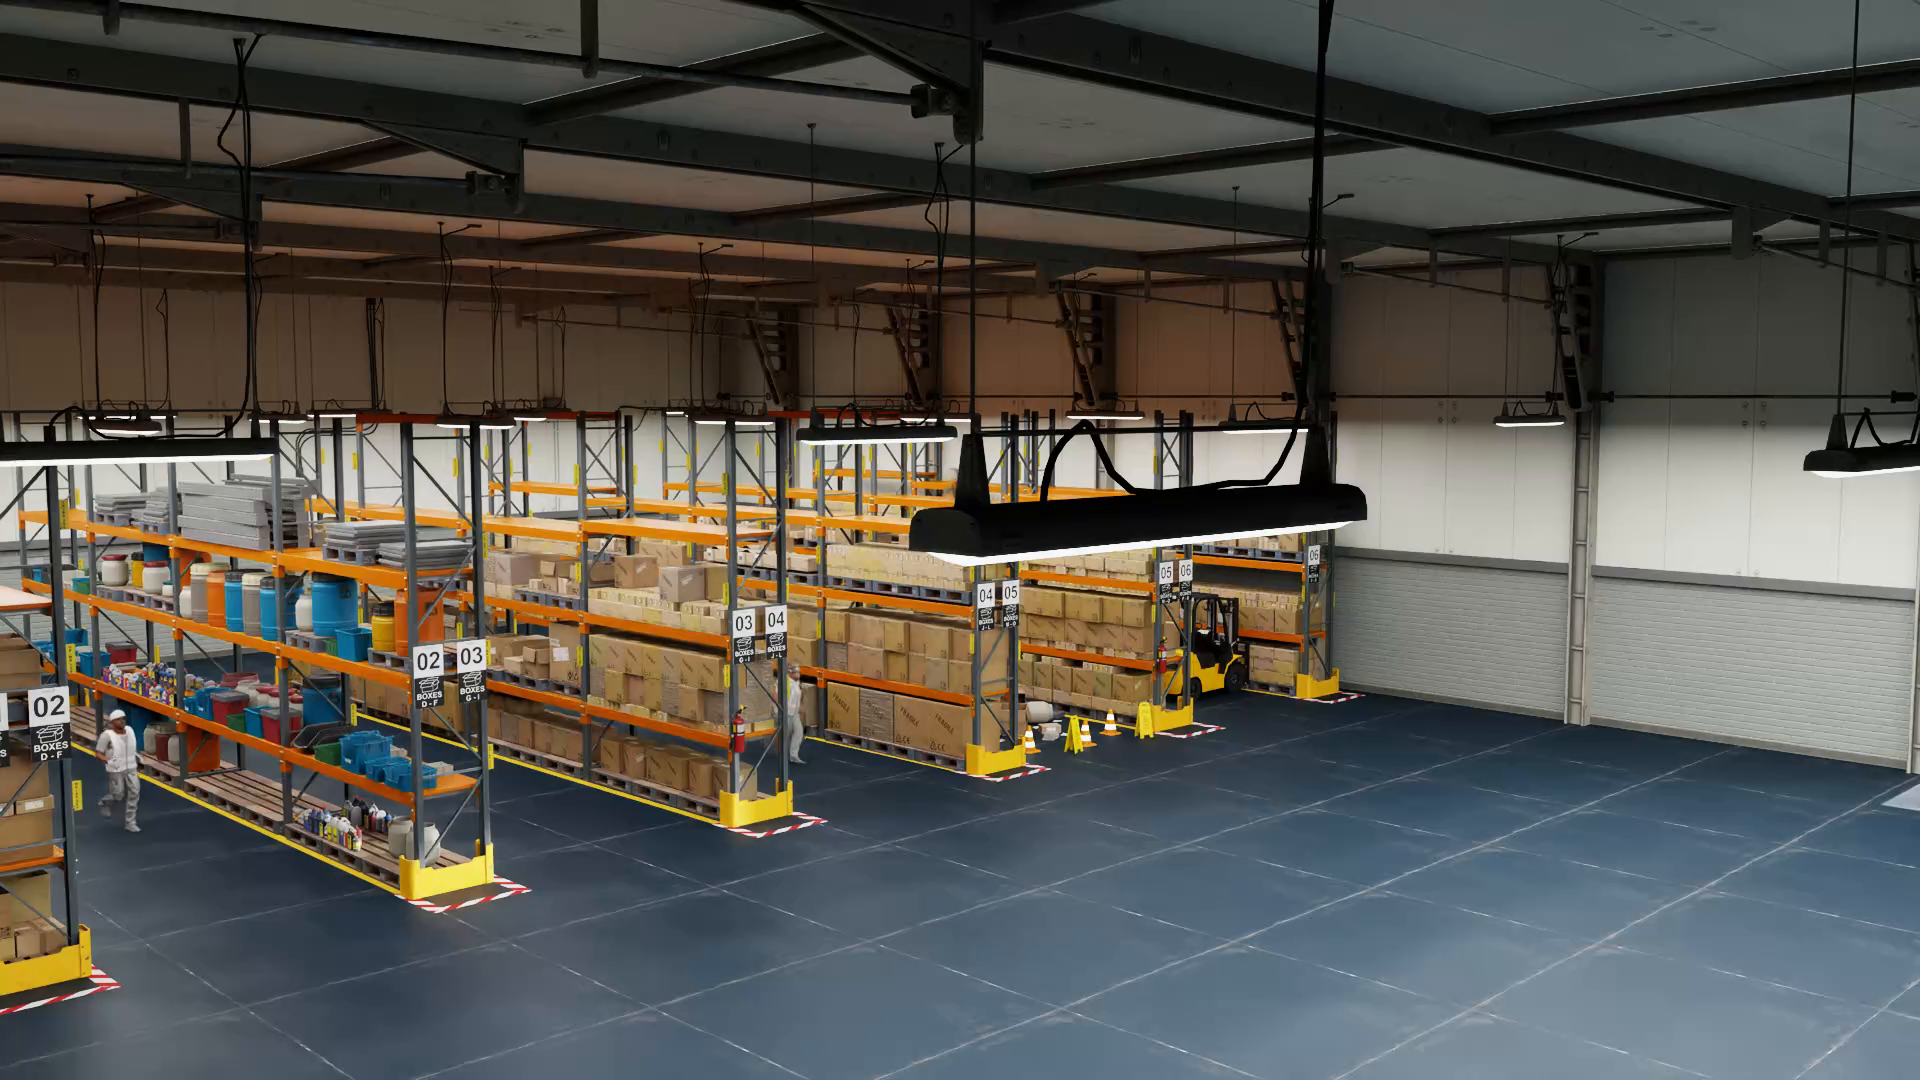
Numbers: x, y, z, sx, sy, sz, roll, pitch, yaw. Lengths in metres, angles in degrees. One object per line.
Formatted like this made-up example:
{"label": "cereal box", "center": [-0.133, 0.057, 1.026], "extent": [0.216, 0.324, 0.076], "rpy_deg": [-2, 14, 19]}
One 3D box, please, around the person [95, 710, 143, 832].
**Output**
{"label": "person", "center": [-12.258, 3.351, 24.270], "extent": [0.849, 1.765, 0.682], "rpy_deg": [3, 6, 33]}

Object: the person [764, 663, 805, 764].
{"label": "person", "center": [-3.036, 2.995, 28.823], "extent": [0.846, 1.764, 0.676], "rpy_deg": [3, 6, 30]}
